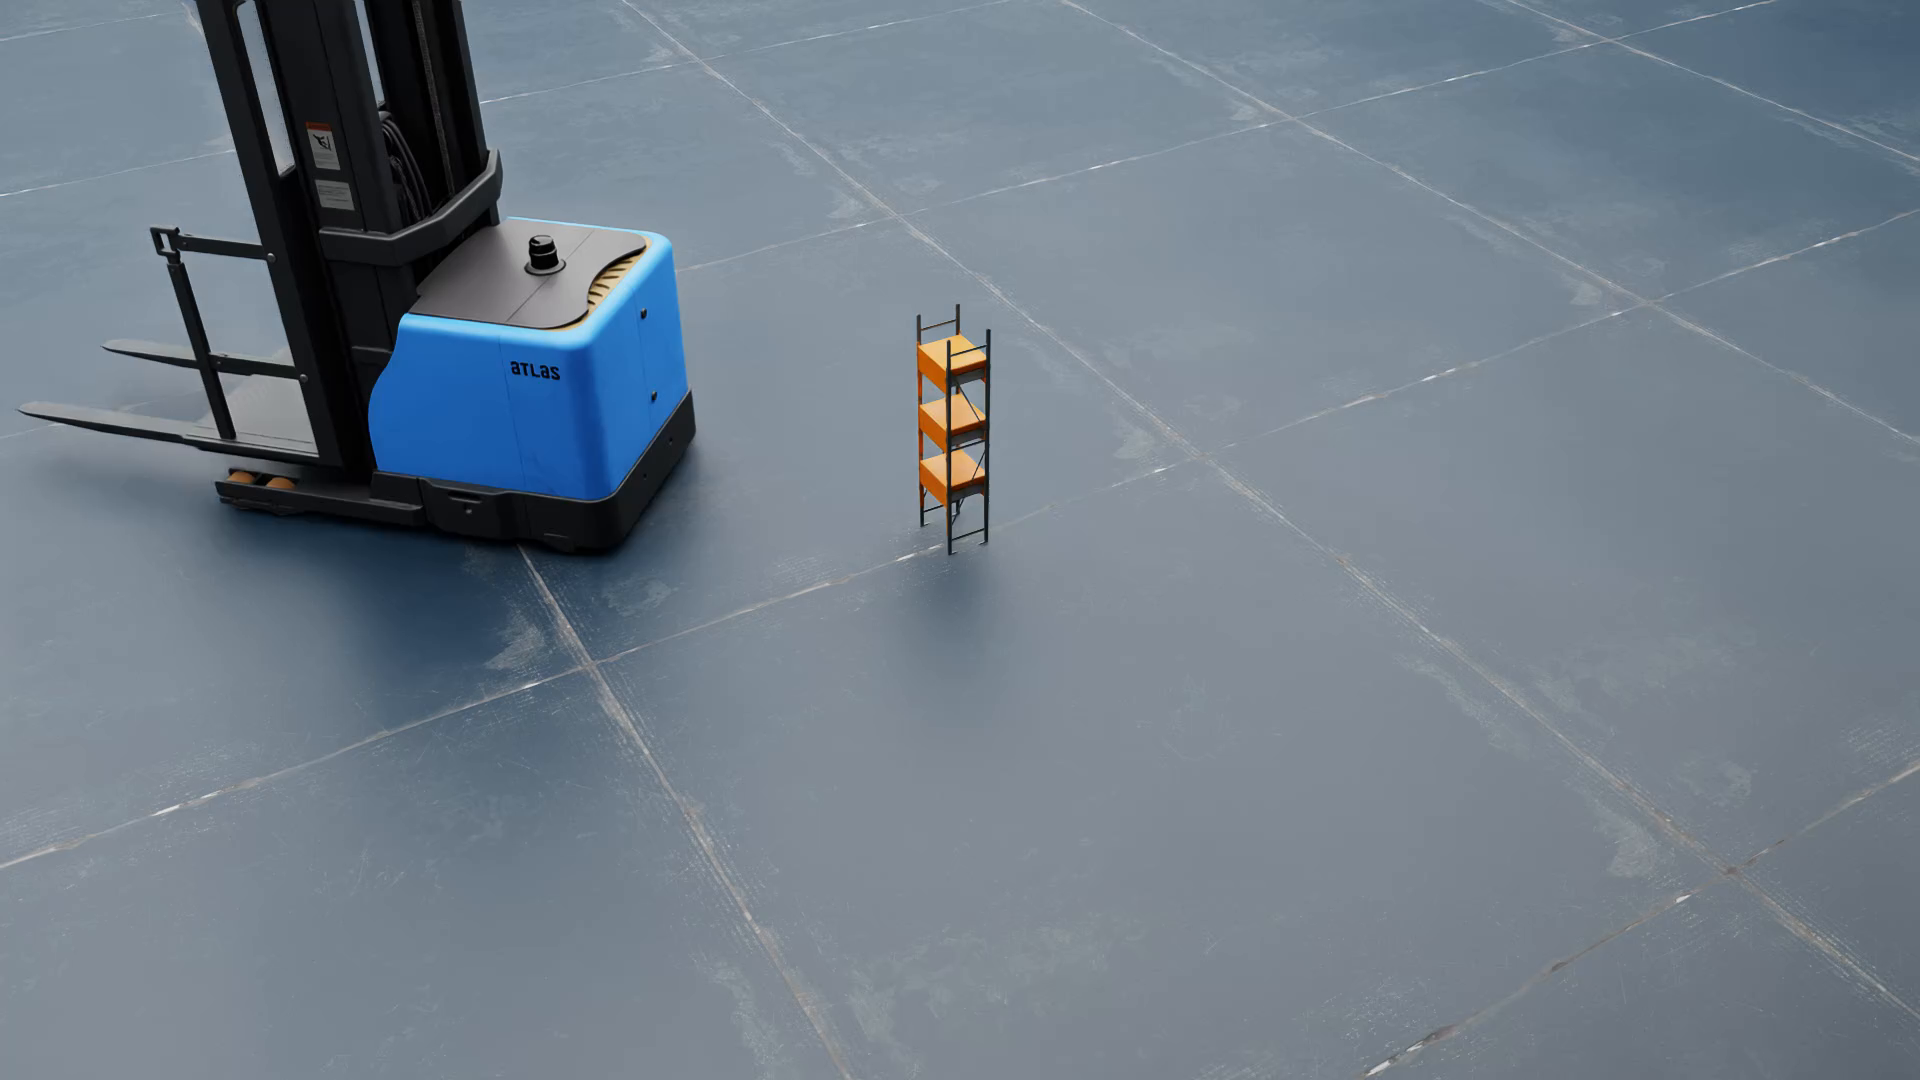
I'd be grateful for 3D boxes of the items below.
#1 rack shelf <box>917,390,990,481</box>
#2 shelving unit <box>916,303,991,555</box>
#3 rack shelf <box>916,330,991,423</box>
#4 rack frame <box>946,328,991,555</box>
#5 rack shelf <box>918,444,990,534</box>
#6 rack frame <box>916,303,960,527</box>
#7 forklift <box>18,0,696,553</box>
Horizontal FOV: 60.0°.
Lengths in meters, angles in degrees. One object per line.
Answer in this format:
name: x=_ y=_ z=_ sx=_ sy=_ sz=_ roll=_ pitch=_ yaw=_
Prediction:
rack shelf: x=-0.027 y=-0.443 z=6.984 sx=0.215 sy=0.259 sz=0.240 roll=-19 pitch=40 yaw=-24
shelving unit: x=-0.027 y=-0.451 z=6.978 sx=0.215 sy=1.050 sz=0.252 roll=-19 pitch=40 yaw=-24
rack shelf: x=-0.027 y=-0.672 z=6.817 sx=0.215 sy=0.259 sz=0.240 roll=-19 pitch=40 yaw=-24
rack frame: x=0.034 y=-0.389 z=6.893 sx=0.200 sy=1.050 sz=0.008 roll=-19 pitch=40 yaw=-24
rack shelf: x=-0.027 y=-0.218 z=7.148 sx=0.215 sy=0.259 sz=0.240 roll=-19 pitch=40 yaw=-24
rack frame: x=-0.088 y=-0.513 z=7.063 sx=0.200 sy=1.050 sz=0.008 roll=-19 pitch=40 yaw=-24
forklift: x=-2.815 y=-1.587 z=6.937 sx=3.031 sy=2.935 sz=1.130 roll=8 pitch=37 yaw=11
